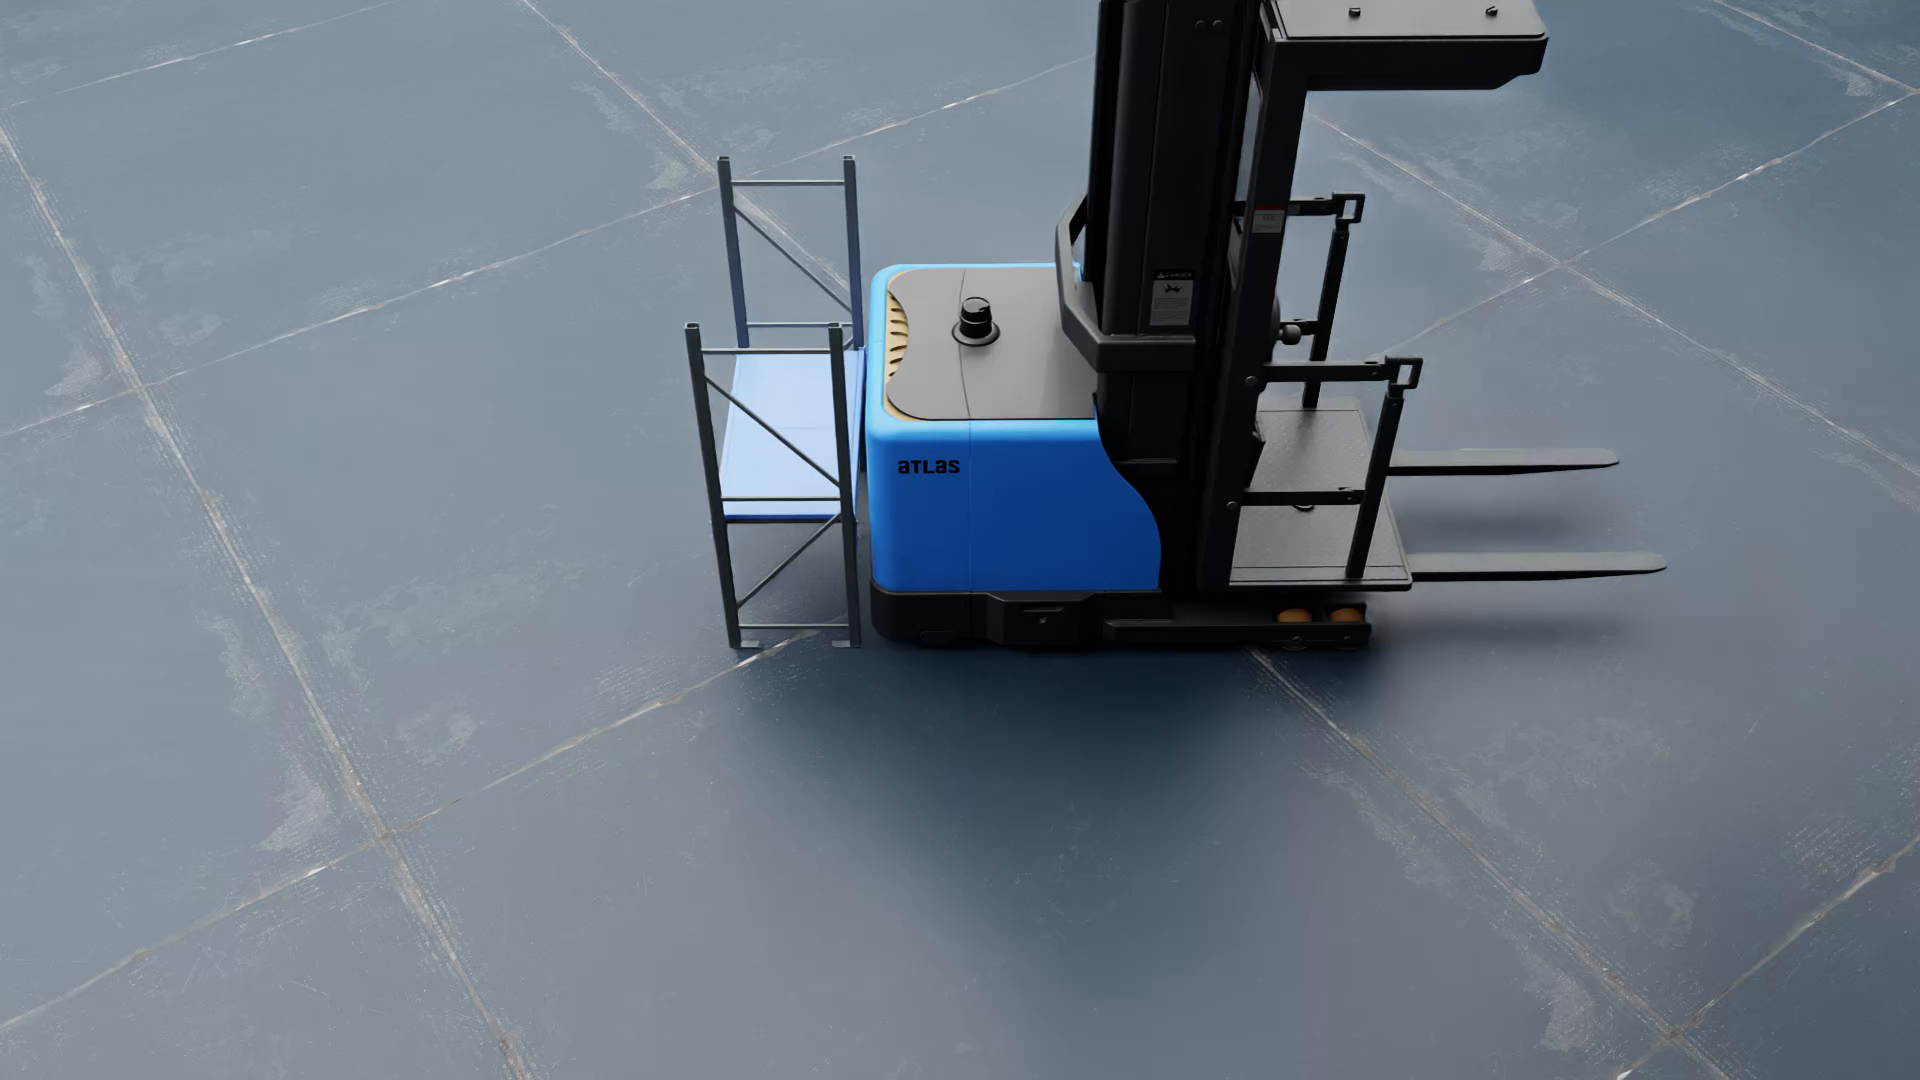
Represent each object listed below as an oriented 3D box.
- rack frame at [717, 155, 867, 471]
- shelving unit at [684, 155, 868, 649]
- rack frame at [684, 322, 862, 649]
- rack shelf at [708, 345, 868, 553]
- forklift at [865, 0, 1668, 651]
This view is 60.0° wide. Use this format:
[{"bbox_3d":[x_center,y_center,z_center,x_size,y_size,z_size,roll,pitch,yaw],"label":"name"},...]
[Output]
[{"bbox_3d":[-0.631,-0.844,6.547,0.500,1.500,0.032,0,44,0],"label":"rack frame"},{"bbox_3d":[-0.629,-0.493,6.180,0.538,1.500,1.048,0,44,0],"label":"shelving unit"},{"bbox_3d":[-0.626,-0.142,5.812,0.500,1.500,0.032,0,44,0],"label":"rack frame"},{"bbox_3d":[-0.628,-0.362,6.304,0.538,0.185,1.000,0,44,0],"label":"rack shelf"},{"bbox_3d":[1.172,-1.010,5.686,3.031,2.935,1.130,-1,44,-1],"label":"forklift"}]
